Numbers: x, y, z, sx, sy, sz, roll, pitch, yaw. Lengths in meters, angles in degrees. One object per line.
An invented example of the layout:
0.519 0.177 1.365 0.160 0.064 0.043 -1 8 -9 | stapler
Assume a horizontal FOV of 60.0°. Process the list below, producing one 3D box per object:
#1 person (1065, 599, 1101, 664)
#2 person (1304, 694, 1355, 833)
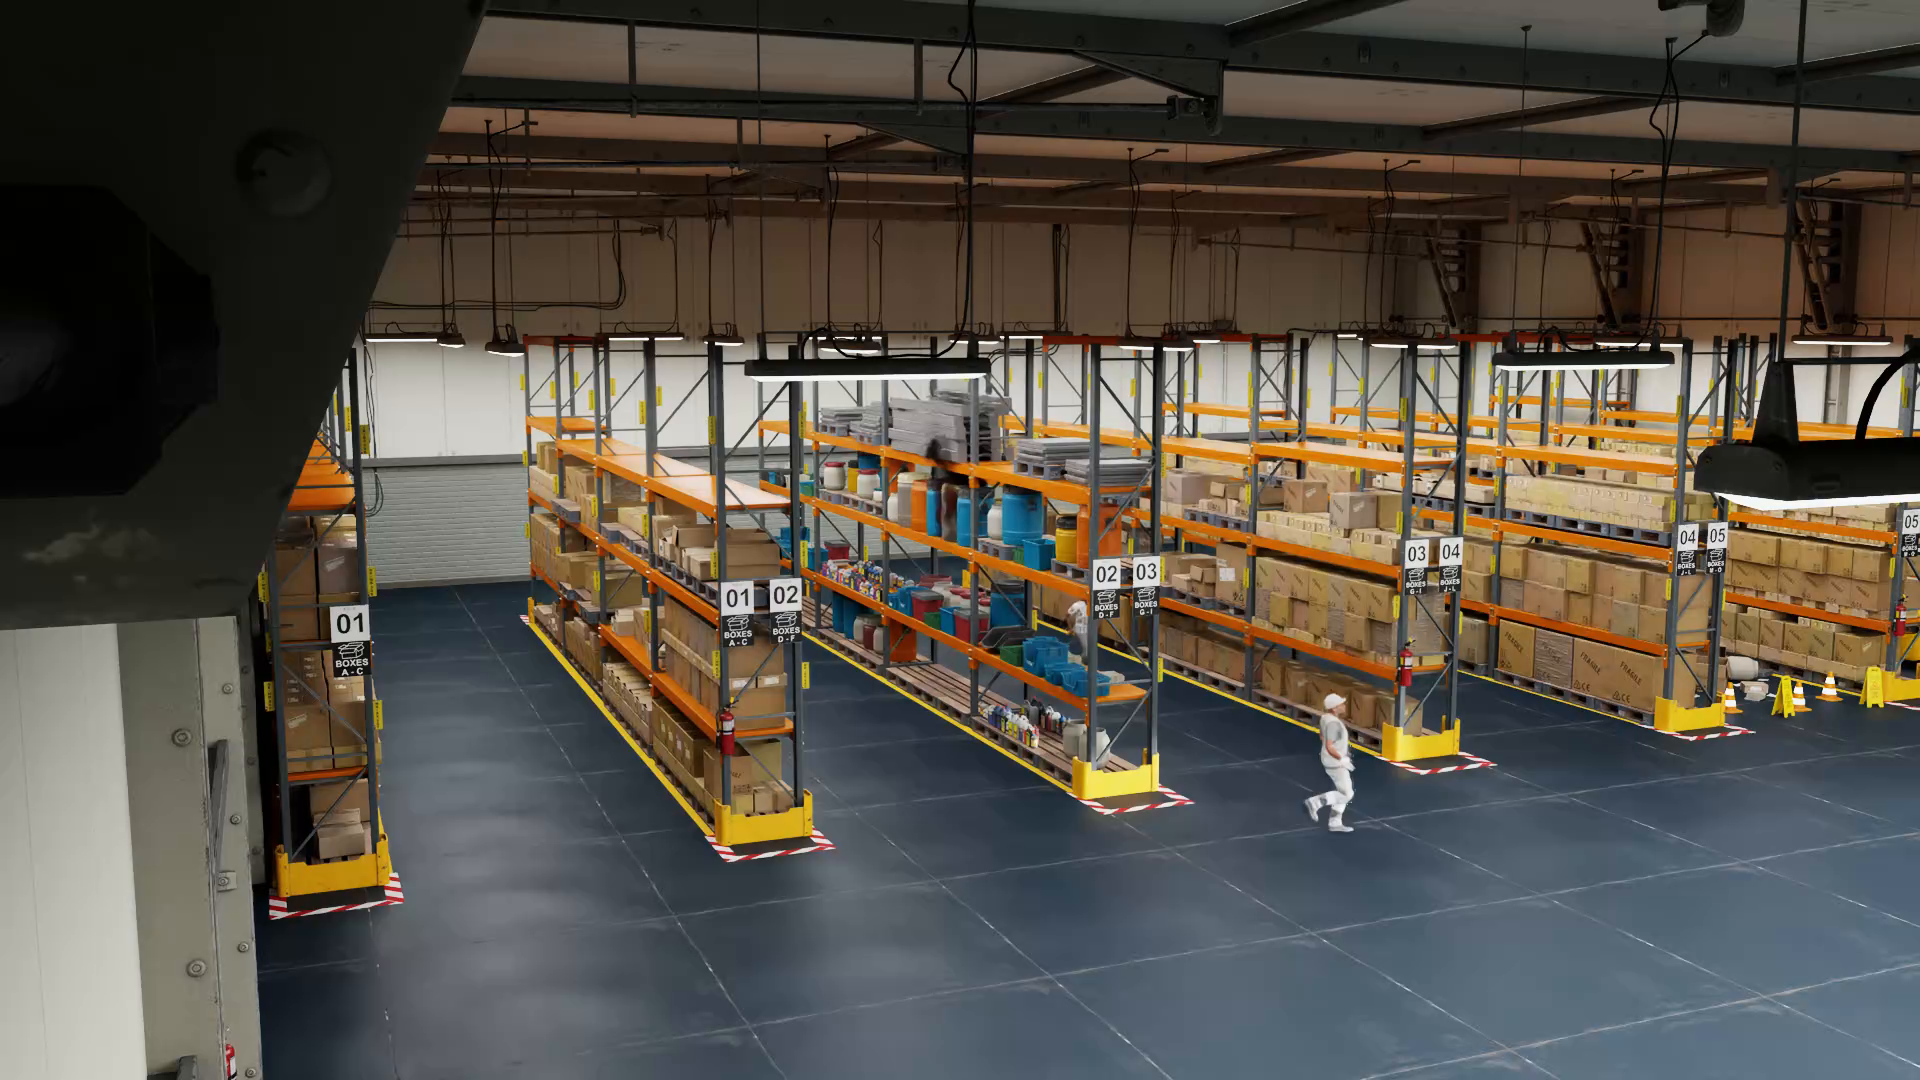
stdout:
2.198 1.628 29.145 0.542 1.651 0.726 -5 9 -35 | person
4.566 2.753 20.534 0.622 1.744 0.665 0 8 3 | person
